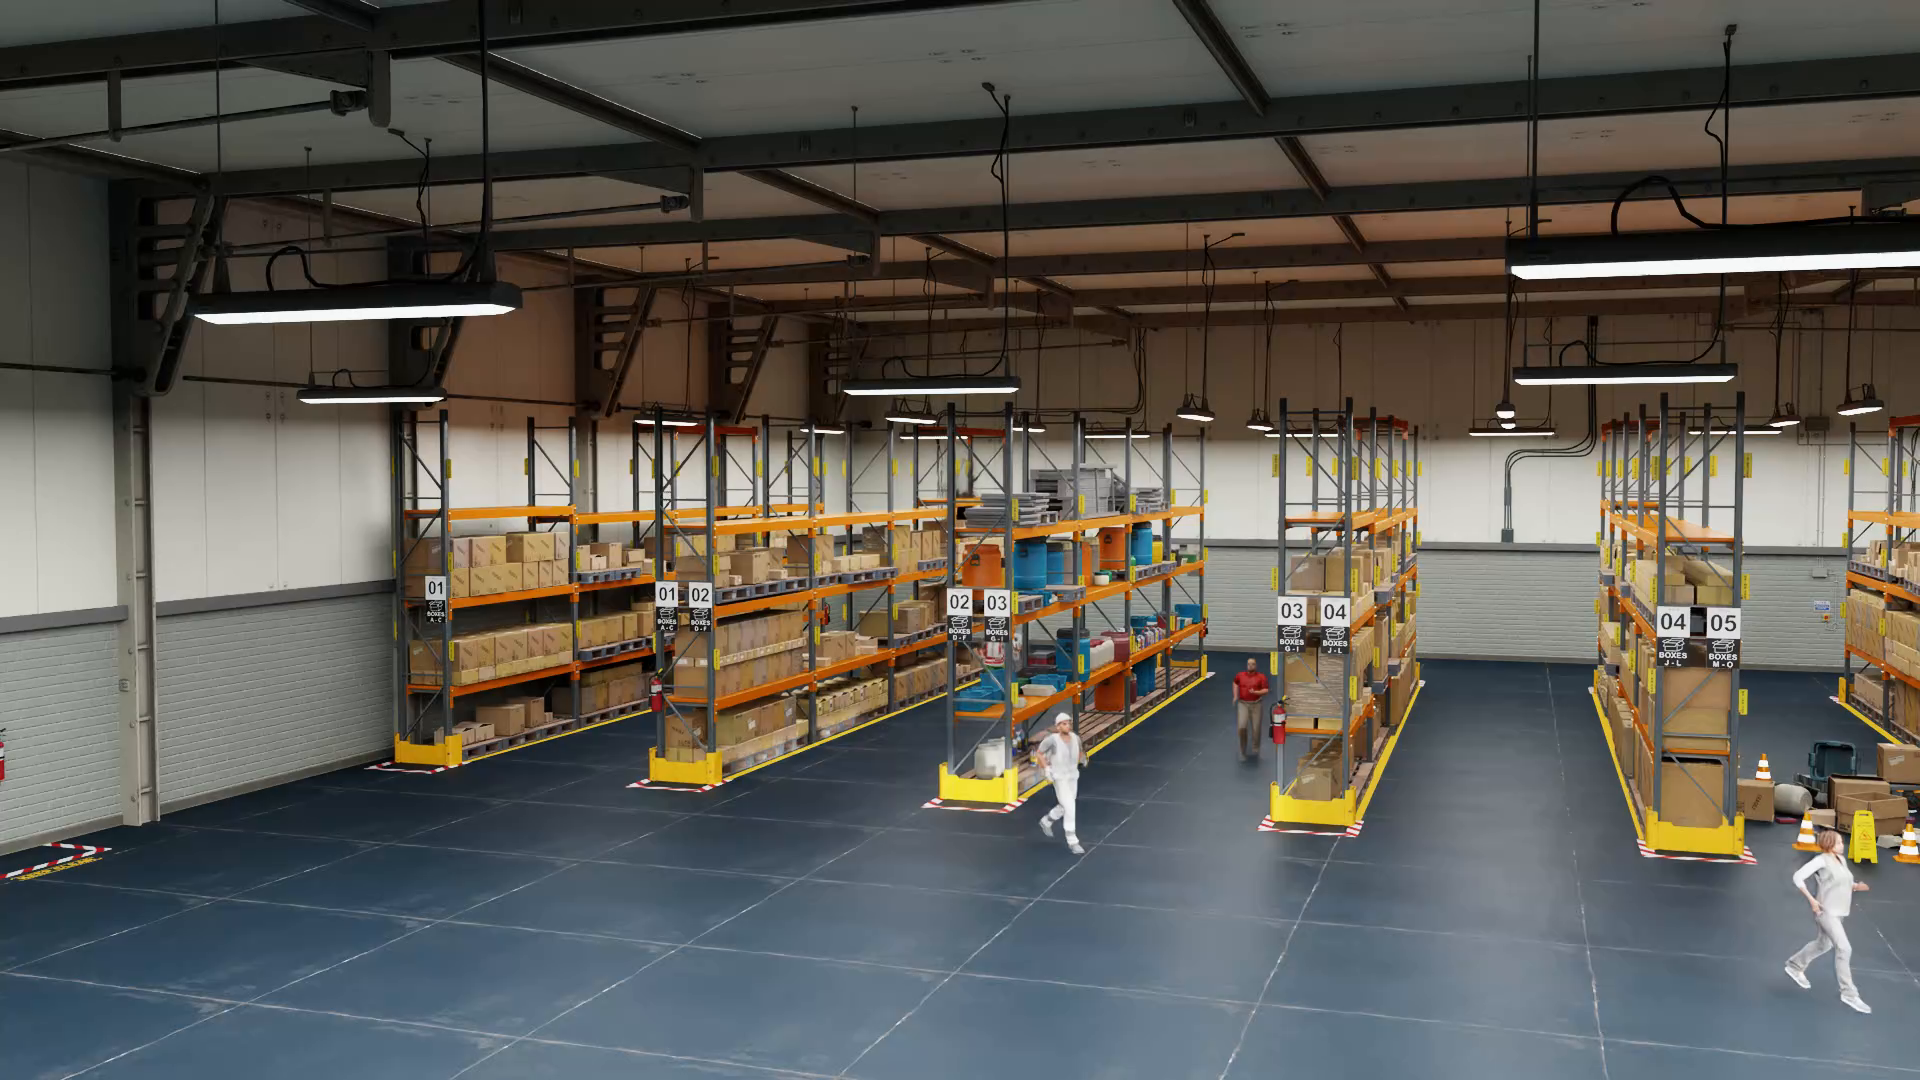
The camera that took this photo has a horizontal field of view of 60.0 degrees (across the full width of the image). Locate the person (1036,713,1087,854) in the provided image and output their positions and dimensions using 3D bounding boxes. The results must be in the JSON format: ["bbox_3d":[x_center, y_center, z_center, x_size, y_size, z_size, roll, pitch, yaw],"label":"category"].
[{"bbox_3d":[1.369,3.165,21.909,0.638,1.796,0.923,-2,3,-35],"label":"person"}]

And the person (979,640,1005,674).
[{"bbox_3d":[0.717,2.634,34.758,0.668,1.759,0.856,1,2,12],"label":"person"}]

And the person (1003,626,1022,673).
[{"bbox_3d":[1.147,2.609,36.099,0.607,1.650,0.868,1,3,13],"label":"person"}]

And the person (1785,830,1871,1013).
[{"bbox_3d":[8.126,3.512,15.560,0.526,1.612,0.842,-2,3,-38],"label":"person"}]

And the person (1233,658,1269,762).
[{"bbox_3d":[4.995,2.925,28.605,0.633,1.802,0.776,1,3,14],"label":"person"}]
